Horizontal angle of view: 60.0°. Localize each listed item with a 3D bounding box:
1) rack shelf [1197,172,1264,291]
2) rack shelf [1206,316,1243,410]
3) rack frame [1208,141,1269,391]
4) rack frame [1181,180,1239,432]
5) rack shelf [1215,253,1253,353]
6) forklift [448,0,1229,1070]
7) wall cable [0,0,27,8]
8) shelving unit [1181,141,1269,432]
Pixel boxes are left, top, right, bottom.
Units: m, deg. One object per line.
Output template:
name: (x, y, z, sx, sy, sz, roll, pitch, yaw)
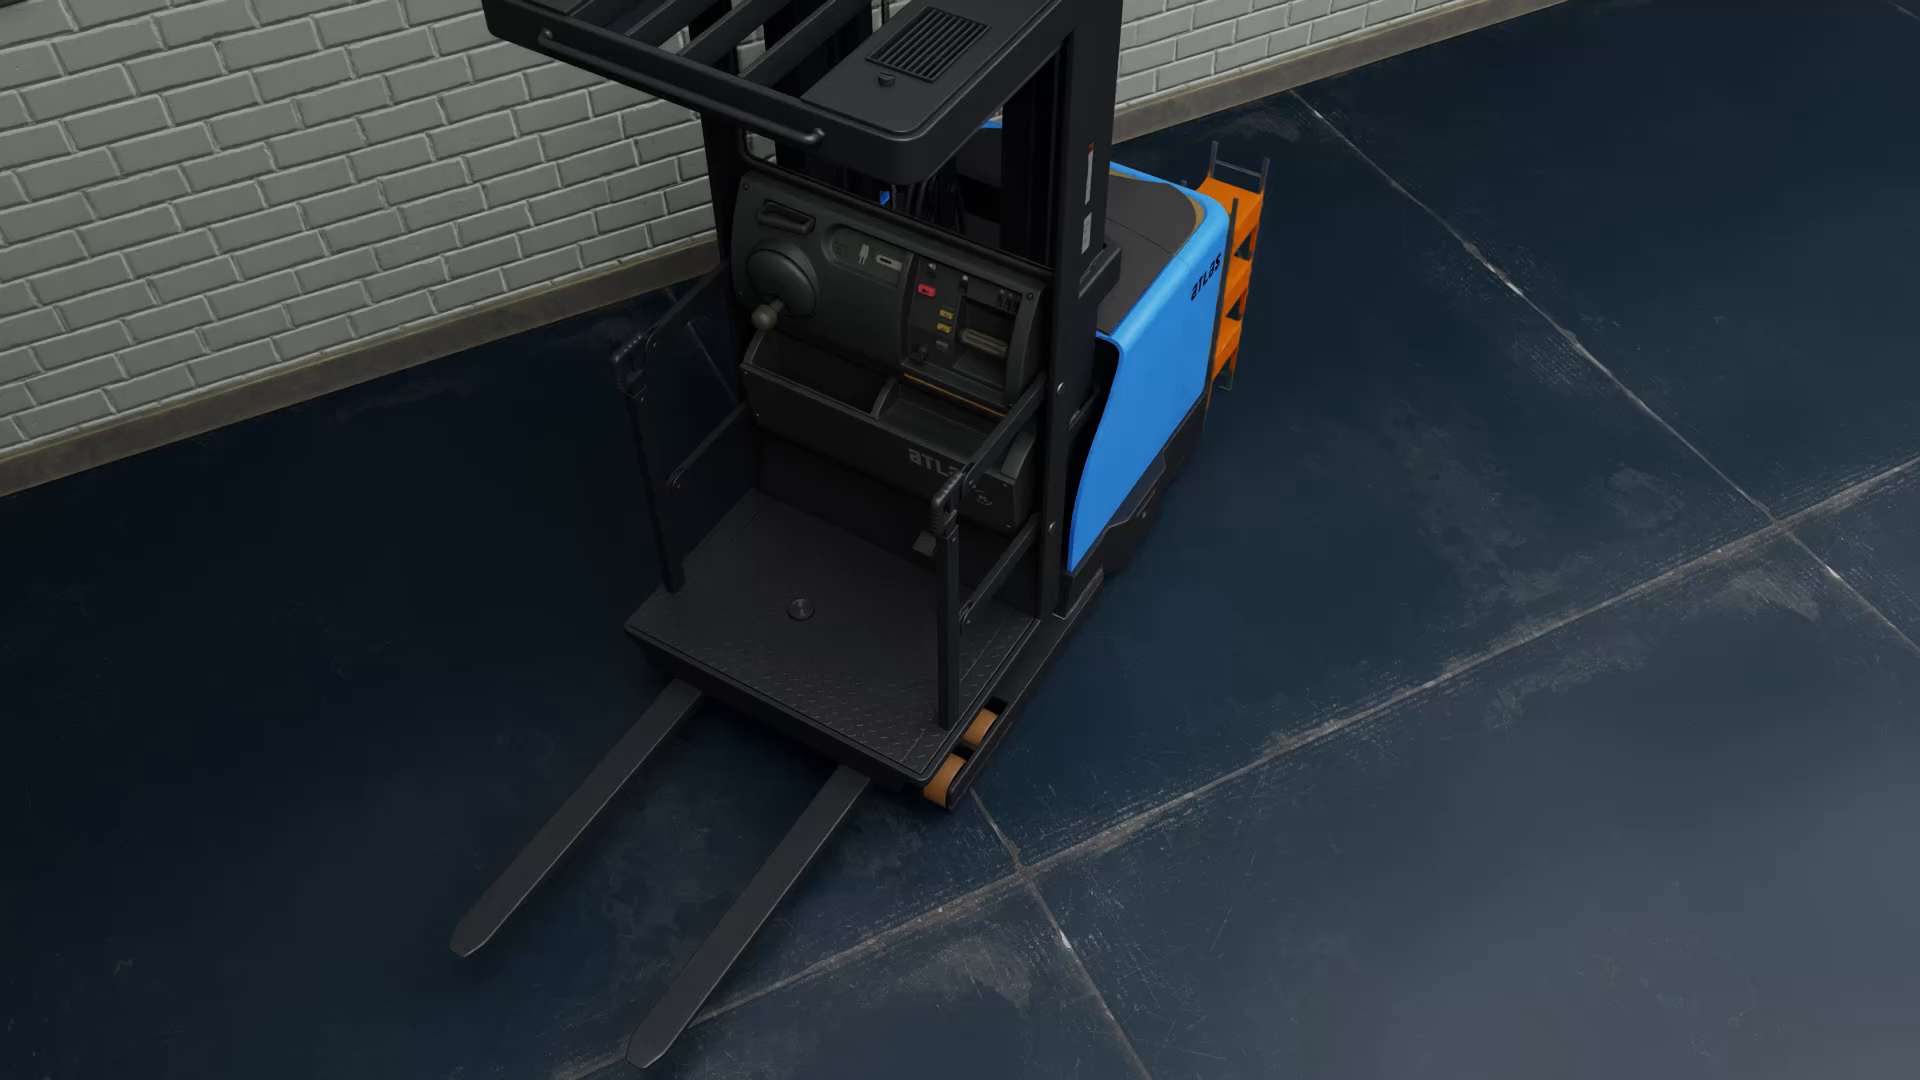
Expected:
rack shelf: (0.864, -1.039, 5.597, 0.215, 0.259, 0.240, 24, 53, 19)
rack shelf: (0.866, -0.671, 6.022, 0.215, 0.259, 0.240, 24, 53, 19)
rack frame: (0.926, -0.940, 5.873, 0.200, 1.050, 0.008, 24, 53, 19)
rack frame: (0.804, -0.780, 5.735, 0.200, 1.050, 0.008, 24, 53, 19)
rack shelf: (0.865, -0.853, 5.812, 0.215, 0.259, 0.240, 24, 53, 19)
forklift: (-0.321, -0.563, 4.295, 1.130, 2.935, 3.031, 24, 53, 20)
wall cable: (-3.801, -1.921, 3.515, 3.097, 2.526, 0.112, -21, 52, -18)
shelving unit: (0.865, -0.860, 5.804, 0.215, 1.050, 0.252, 24, 53, 19)
